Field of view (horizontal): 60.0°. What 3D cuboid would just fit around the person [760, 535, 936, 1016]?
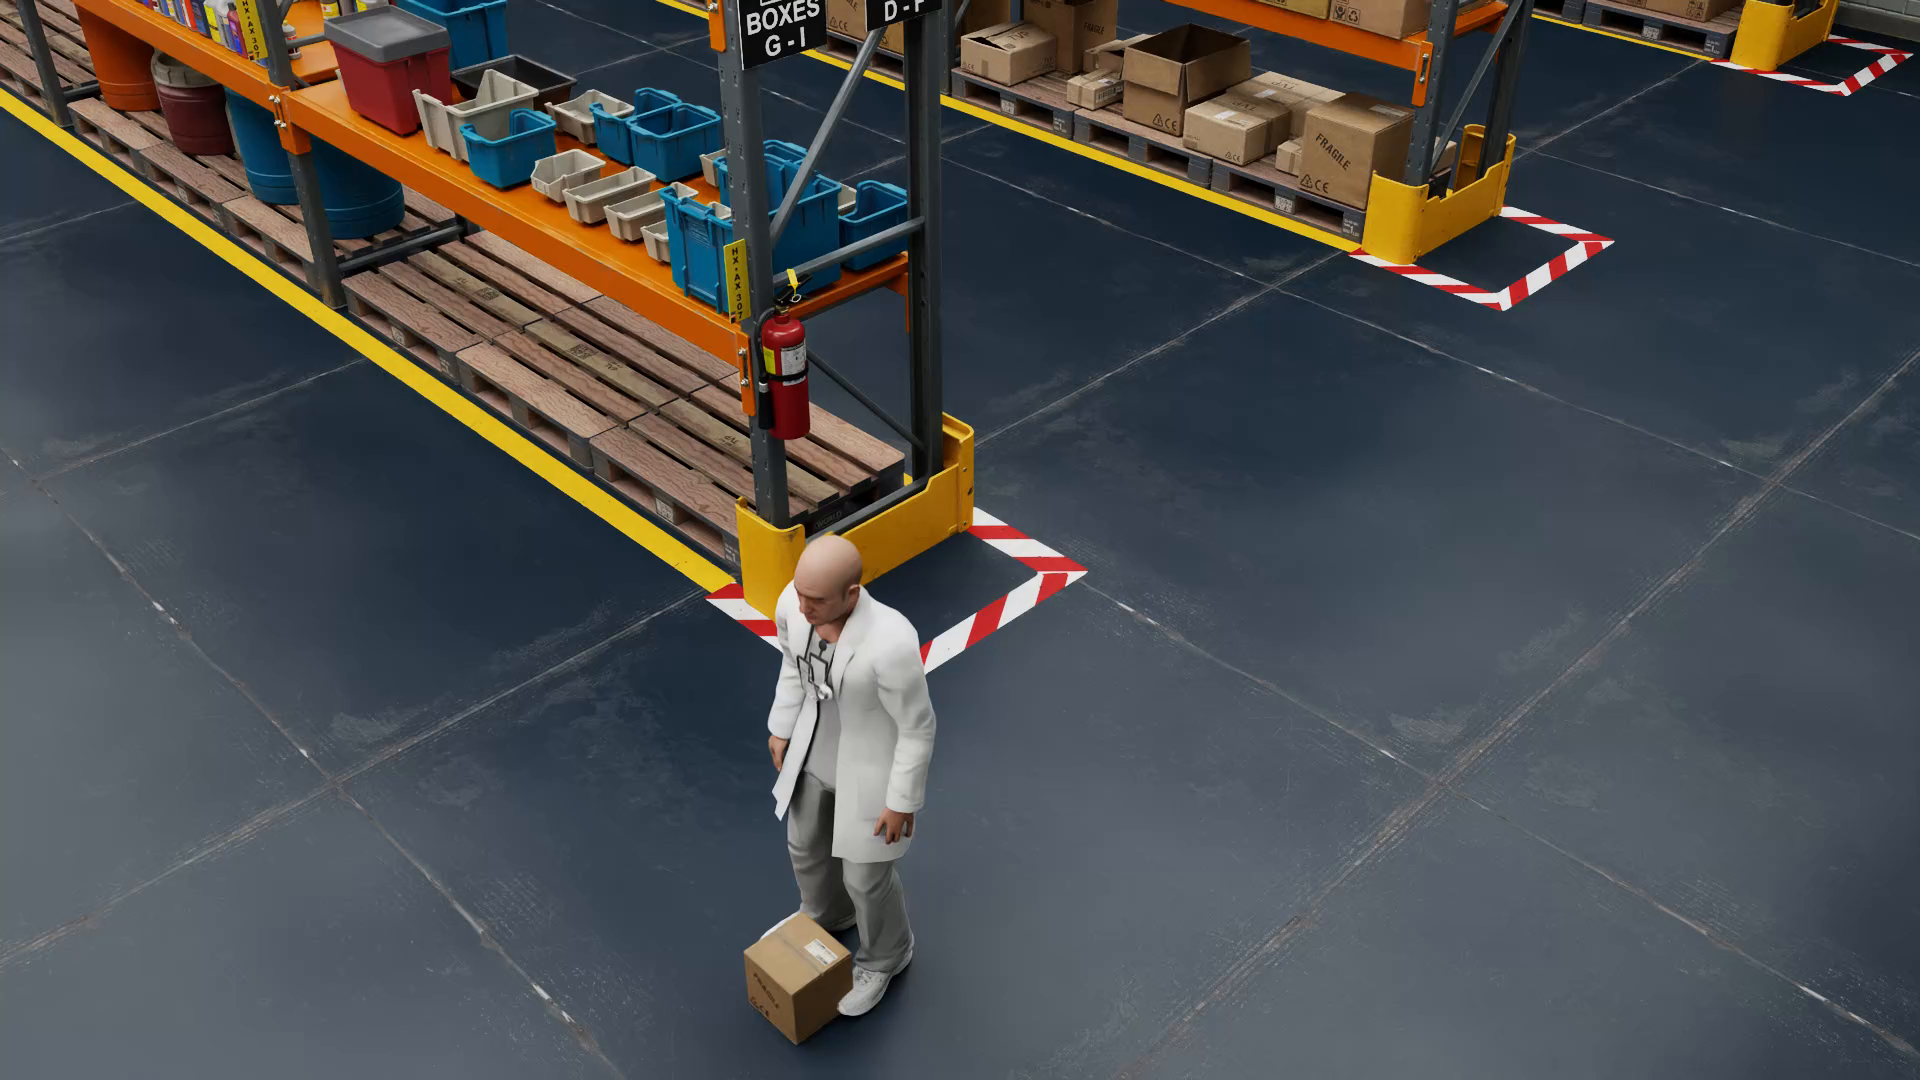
[{"bbox_3d":[-0.353,0.703,5.155,0.631,1.773,0.427,28,44,34],"label":"person"}]
